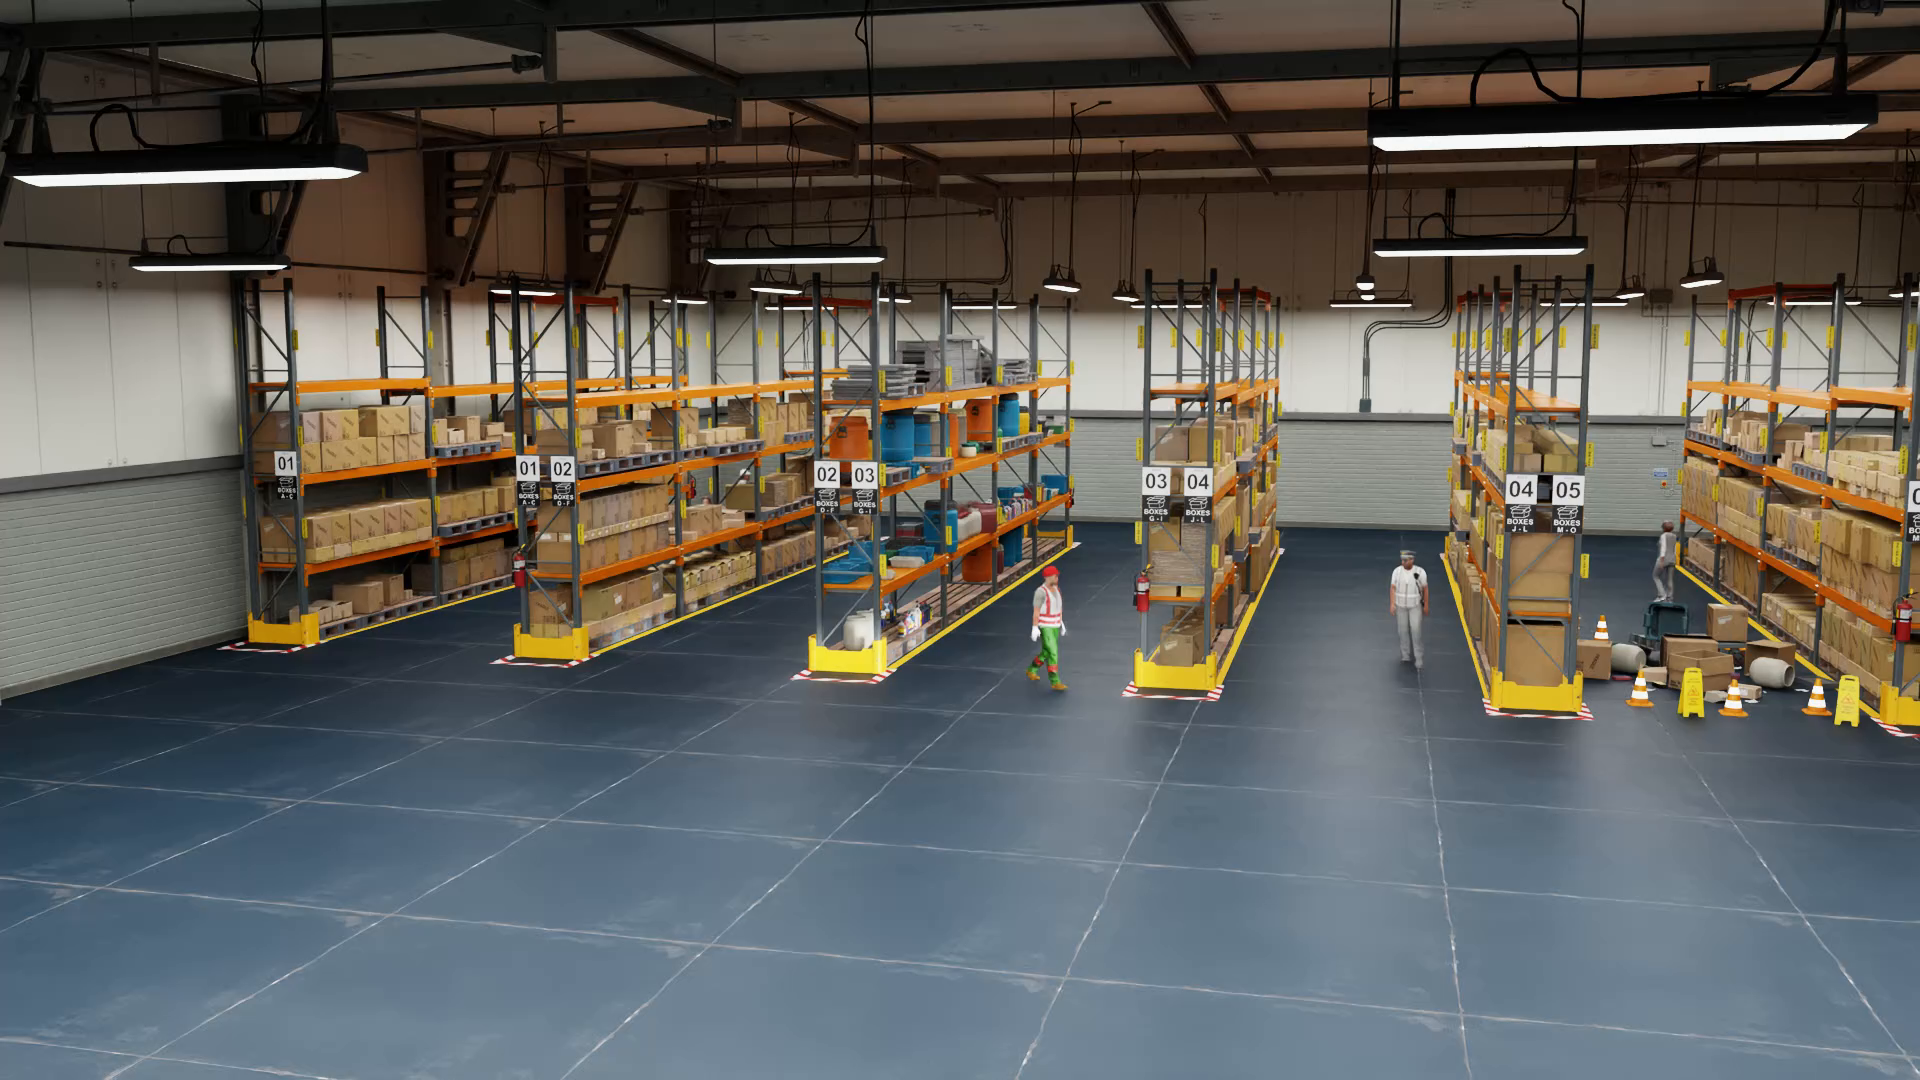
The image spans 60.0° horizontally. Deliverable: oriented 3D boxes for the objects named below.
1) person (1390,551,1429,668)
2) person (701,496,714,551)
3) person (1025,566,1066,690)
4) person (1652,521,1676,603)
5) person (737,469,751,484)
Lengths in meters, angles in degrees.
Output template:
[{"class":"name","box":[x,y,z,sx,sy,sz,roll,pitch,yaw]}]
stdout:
[{"class":"person","box":[6.970,1.050,25.837,0.627,1.762,0.662,4,8,28]},{"class":"person","box":[-5.560,-0.205,36.975,0.534,1.575,0.696,3,7,23]},{"class":"person","box":[1.271,1.251,24.090,0.911,1.764,0.598,6,9,40]},{"class":"person","box":[13.416,0.444,31.507,0.427,1.590,0.467,-2,7,-14]},{"class":"person","box":[-5.479,-0.952,42.346,0.987,1.710,0.505,-2,7,-15]}]
